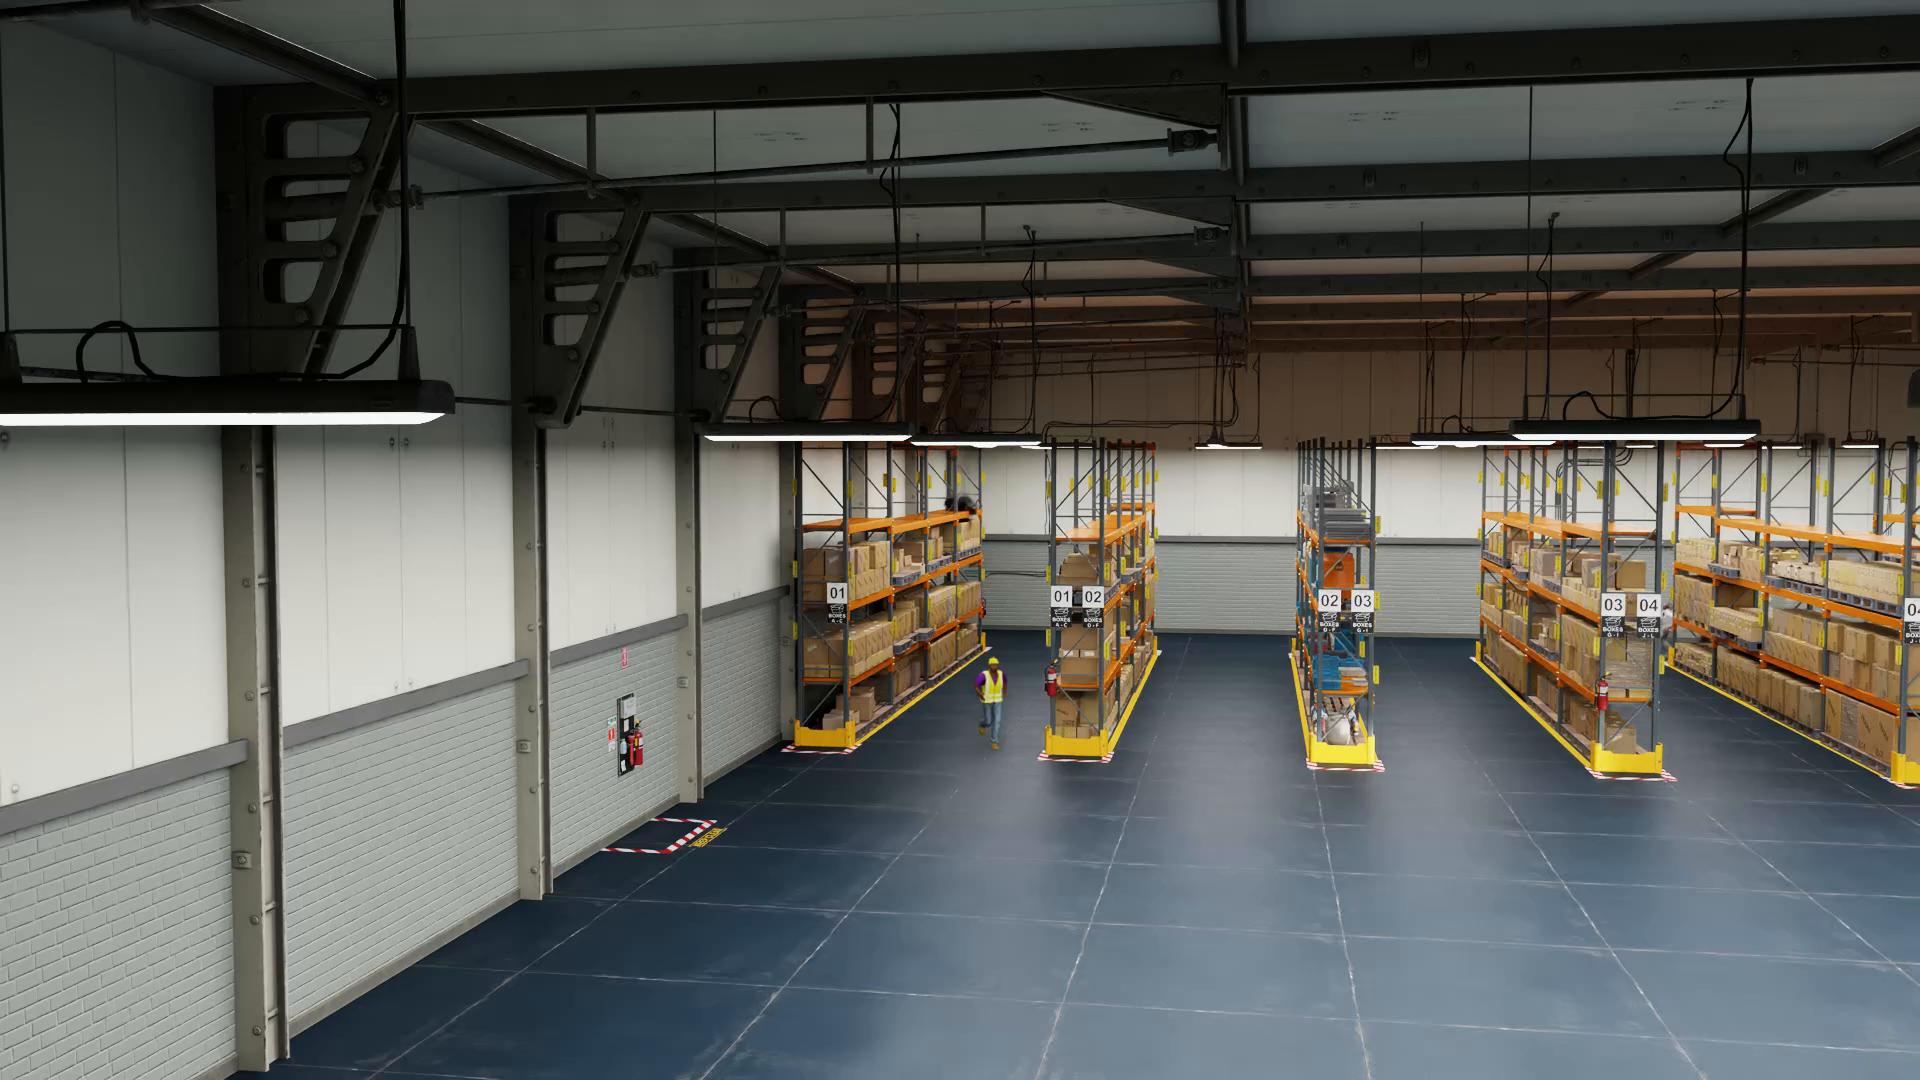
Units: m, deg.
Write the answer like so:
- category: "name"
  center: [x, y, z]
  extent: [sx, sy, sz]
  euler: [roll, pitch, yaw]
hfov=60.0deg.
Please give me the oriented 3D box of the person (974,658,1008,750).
- category: "person"
  center: [0.623, 3.151, 32.350]
  extent: [0.704, 1.743, 0.964]
  euler: [-1, 3, -15]

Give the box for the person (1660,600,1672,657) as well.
- category: "person"
  center: [19.461, 2.492, 45.937]
  extent: [0.634, 1.676, 0.727]
  euler: [0, 3, 8]

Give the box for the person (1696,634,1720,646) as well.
- category: "person"
  center: [20.670, 2.457, 46.044]
  extent: [1.077, 1.716, 0.634]
  euler: [0, 3, -6]

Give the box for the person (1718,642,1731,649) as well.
- category: "person"
  center: [20.690, 2.405, 45.406]
  extent: [0.929, 1.804, 0.657]
  euler: [0, 3, 3]
